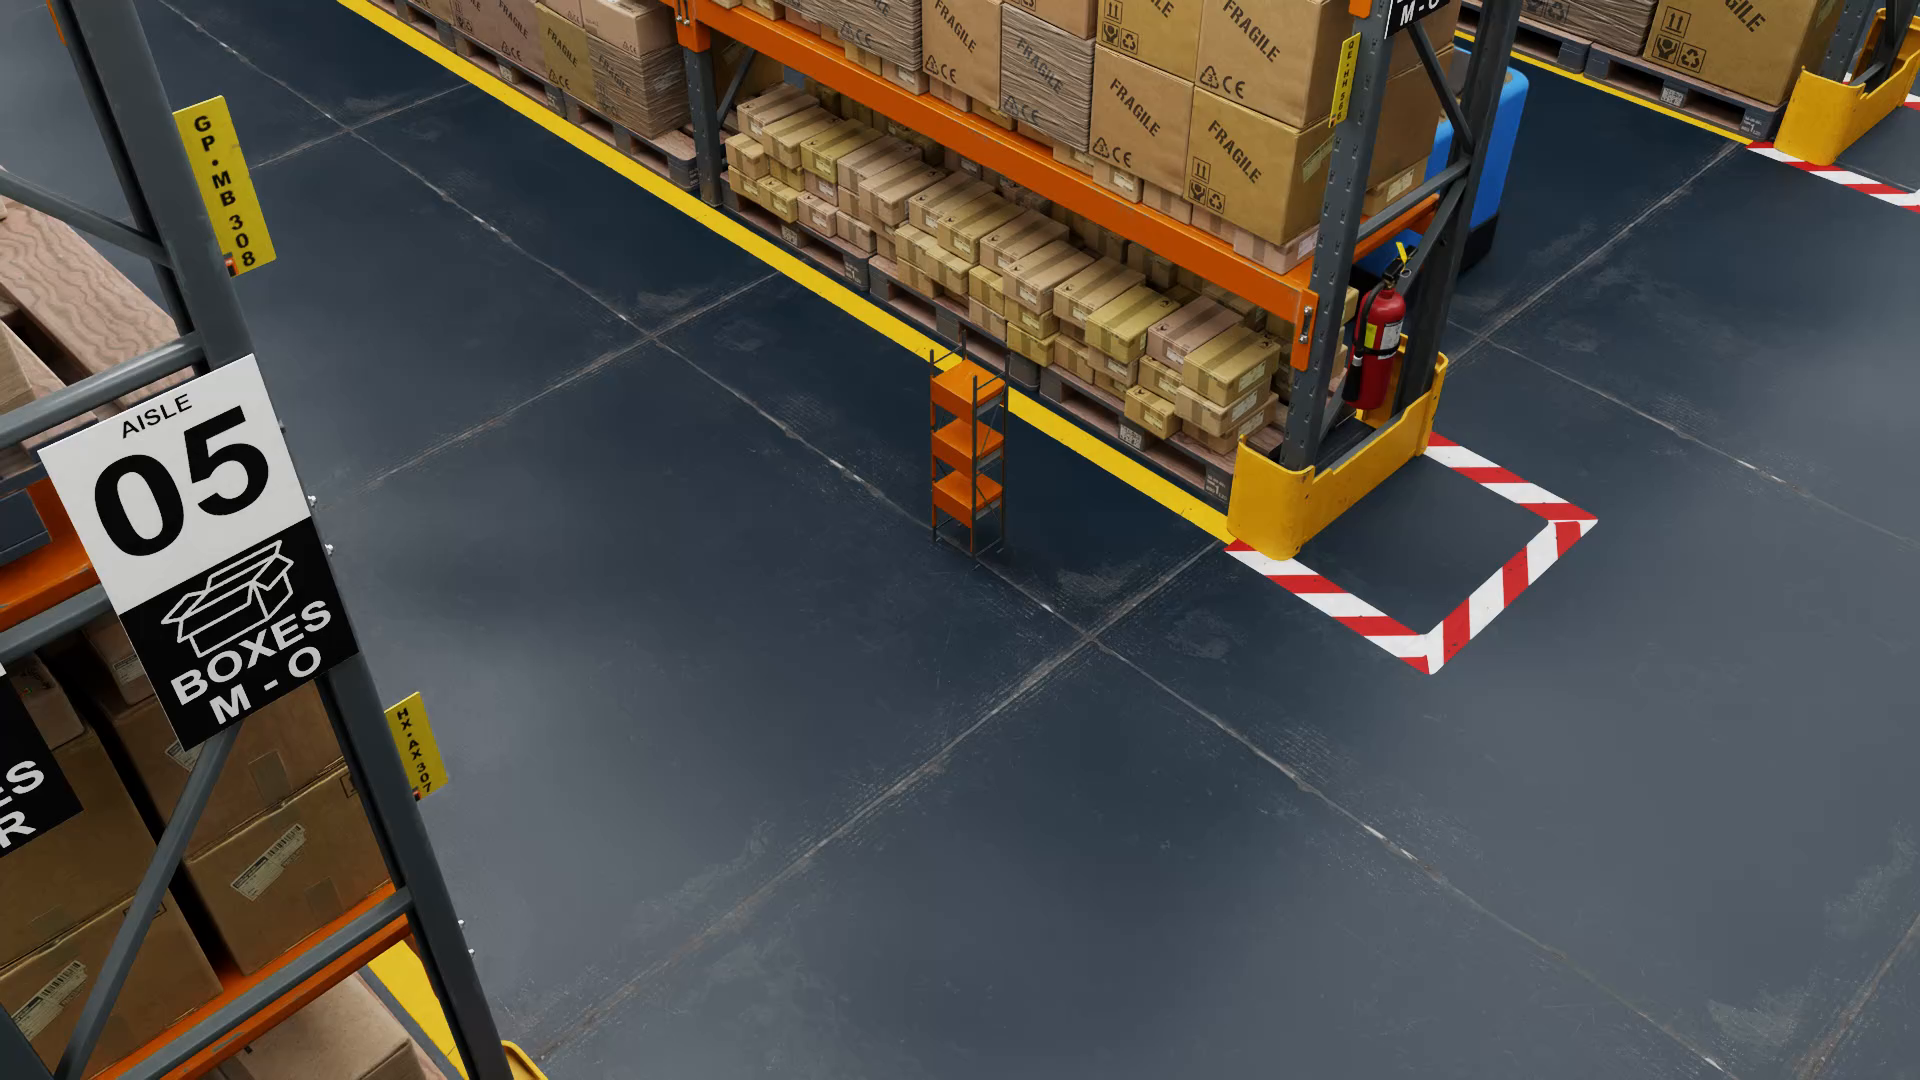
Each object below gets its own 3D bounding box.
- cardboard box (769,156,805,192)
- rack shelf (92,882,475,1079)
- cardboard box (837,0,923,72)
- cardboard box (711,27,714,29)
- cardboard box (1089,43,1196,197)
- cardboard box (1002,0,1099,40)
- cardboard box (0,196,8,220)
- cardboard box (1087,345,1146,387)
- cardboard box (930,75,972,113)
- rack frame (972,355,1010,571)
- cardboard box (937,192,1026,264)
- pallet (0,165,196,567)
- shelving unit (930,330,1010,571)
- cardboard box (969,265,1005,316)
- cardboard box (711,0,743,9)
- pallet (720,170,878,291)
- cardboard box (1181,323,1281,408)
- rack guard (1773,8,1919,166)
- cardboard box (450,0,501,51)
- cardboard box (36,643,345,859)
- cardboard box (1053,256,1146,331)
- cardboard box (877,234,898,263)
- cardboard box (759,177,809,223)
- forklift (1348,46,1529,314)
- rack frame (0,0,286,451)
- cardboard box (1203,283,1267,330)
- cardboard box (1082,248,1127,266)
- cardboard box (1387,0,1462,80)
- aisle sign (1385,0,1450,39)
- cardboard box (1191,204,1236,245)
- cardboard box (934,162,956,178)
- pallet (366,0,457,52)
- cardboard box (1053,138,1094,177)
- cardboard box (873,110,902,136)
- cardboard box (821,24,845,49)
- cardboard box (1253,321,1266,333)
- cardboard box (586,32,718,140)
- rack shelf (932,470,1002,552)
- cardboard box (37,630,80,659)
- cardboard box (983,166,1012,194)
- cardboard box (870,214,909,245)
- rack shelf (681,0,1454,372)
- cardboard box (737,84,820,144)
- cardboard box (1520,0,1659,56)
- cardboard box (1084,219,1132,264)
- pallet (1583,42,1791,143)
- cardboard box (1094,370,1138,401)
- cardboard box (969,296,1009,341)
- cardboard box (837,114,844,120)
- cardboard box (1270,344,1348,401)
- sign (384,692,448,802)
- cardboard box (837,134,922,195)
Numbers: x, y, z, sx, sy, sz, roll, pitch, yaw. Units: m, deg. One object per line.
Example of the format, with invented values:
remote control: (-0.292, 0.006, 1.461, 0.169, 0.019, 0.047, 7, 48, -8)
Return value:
cardboard box: (-0.803, -2.049, 8.947, 0.380, 0.149, 0.250, -34, 52, -31)
rack shelf: (-3.096, 0.407, 5.247, 1.077, 0.370, 4.000, -34, 53, -31)
cardboard box: (-0.219, -2.533, 7.605, 0.500, 0.500, 0.500, 33, 52, 31)
cardboard box: (-1.410, -3.232, 9.635, 0.500, 0.250, 0.500, 32, 51, 30)
cardboard box: (0.890, -1.806, 6.818, 0.500, 0.500, 0.500, 33, 52, 31)
cardboard box: (0.519, -2.420, 6.746, 0.500, 0.500, 0.500, -31, 51, -29)
cardboard box: (-2.289, -0.730, 3.538, 0.380, 0.149, 0.250, -32, 52, -30)
cardboard box: (0.807, -0.899, 7.702, 0.250, 0.149, 0.380, 32, 52, 30)
cardboard box: (0.080, -2.138, 7.656, 0.380, 0.149, 0.250, -32, 52, -30)
rack frame: (0.124, -0.301, 6.920, 0.200, 1.050, 0.008, -34, 53, -31)
cardboard box: (0.107, -1.537, 8.173, 0.380, 0.149, 0.250, -34, 52, -31)
pallet: (-2.215, -0.317, 3.355, 1.003, 0.211, 1.213, -34, 53, -31)
shelving unit: (0.038, -0.360, 6.983, 0.215, 1.050, 0.252, -34, 53, -31)
cardboard box: (0.264, -1.274, 8.108, 0.380, 0.149, 0.250, -31, 51, -29)
cardboard box: (-1.106, -2.854, 8.431, 0.380, 0.149, 0.250, -32, 52, -30)
pallet: (-0.575, -1.909, 9.278, 1.003, 0.211, 1.213, -34, 53, -31)
cardboard box: (1.197, -0.776, 7.349, 0.380, 0.149, 0.250, -33, 52, -31)
rack guard: (5.350, -2.716, 9.938, 1.175, 0.500, 0.348, -34, 53, -31)
cardboard box: (-2.857, -3.451, 10.424, 0.500, 0.500, 0.500, 33, 52, 30)
cardboard box: (-1.821, 0.333, 3.987, 0.500, 0.500, 0.500, 33, 52, 31)
cardboard box: (0.649, -1.142, 7.746, 0.250, 0.149, 0.380, 32, 52, 30)
cardboard box: (-0.215, -1.584, 8.663, 0.250, 0.149, 0.380, 32, 51, 30)
cardboard box: (-0.857, -1.889, 8.993, 0.380, 0.149, 0.250, -33, 52, -30)
forklift: (1.477, -3.101, 8.564, 1.130, 2.935, 3.031, -33, 52, -31)
rack frame: (-1.683, -1.099, 1.927, 1.000, 3.000, 0.127, -34, 53, -31)
cardboard box: (1.341, -1.132, 7.735, 0.380, 0.149, 0.250, -33, 52, -31)
cardboard box: (0.814, -1.399, 8.244, 0.250, 0.149, 0.380, 32, 51, 30)
cardboard box: (1.621, -2.173, 6.479, 0.500, 0.500, 0.500, 34, 52, 31)
aisle sign: (1.589, -2.093, 5.507, 0.394, 0.787, 0.004, -34, 53, -31)
cardboard box: (1.171, -1.383, 6.839, 0.250, 0.149, 0.380, 34, 53, 31)
cardboard box: (0.076, -1.932, 8.820, 0.380, 0.149, 0.250, -33, 52, -30)
pallet: (-3.349, -3.761, 11.282, 1.003, 0.211, 1.213, -34, 53, -31)
cardboard box: (0.621, -1.749, 7.235, 0.250, 0.149, 0.380, 32, 51, 30)
cardboard box: (-0.250, -2.299, 8.998, 0.250, 0.149, 0.380, 34, 52, 31)
cardboard box: (-0.458, -2.529, 8.079, 0.250, 0.149, 0.380, 32, 51, 30)
cardboard box: (1.408, -1.067, 7.884, 0.250, 0.149, 0.380, 34, 52, 31)
cardboard box: (-1.776, -2.710, 9.622, 0.500, 0.500, 0.500, 33, 52, 31)
rack shelf: (0.038, -0.148, 7.179, 0.215, 0.259, 0.240, -34, 53, -31)
cardboard box: (-1.973, 0.067, 3.797, 0.380, 0.149, 0.250, -33, 52, -30)
cardboard box: (0.334, -1.927, 8.595, 0.250, 0.149, 0.380, 32, 52, 30)
cardboard box: (-0.239, -1.675, 8.542, 0.380, 0.149, 0.250, -32, 51, -30)
rack shelf: (0.338, -2.014, 7.867, 1.077, 0.370, 4.000, -34, 53, -31)
cardboard box: (-0.978, -2.300, 8.999, 0.380, 0.149, 0.250, -32, 51, -30)
cardboard box: (4.182, -3.726, 10.446, 0.875, 0.875, 0.875, -34, 53, -31)
cardboard box: (0.831, -1.532, 8.168, 0.380, 0.149, 0.250, -32, 51, -30)
pallet: (4.713, -2.968, 10.424, 1.003, 0.211, 1.213, -34, 53, -31)
cardboard box: (0.852, -0.820, 7.836, 0.250, 0.149, 0.380, 34, 52, 31)
cardboard box: (0.265, -1.166, 8.211, 0.380, 0.149, 0.250, -33, 52, -31)
cardboard box: (-0.627, -2.457, 9.388, 0.380, 0.149, 0.250, -33, 52, -31)
cardboard box: (1.607, -0.829, 7.846, 0.380, 0.149, 0.250, -33, 52, -31)
sign: (-1.286, 0.494, 3.927, 0.100, 0.325, 0.005, -34, 53, -31)
cardboard box: (-0.412, -1.927, 8.595, 0.250, 0.149, 0.380, 33, 52, 30)
